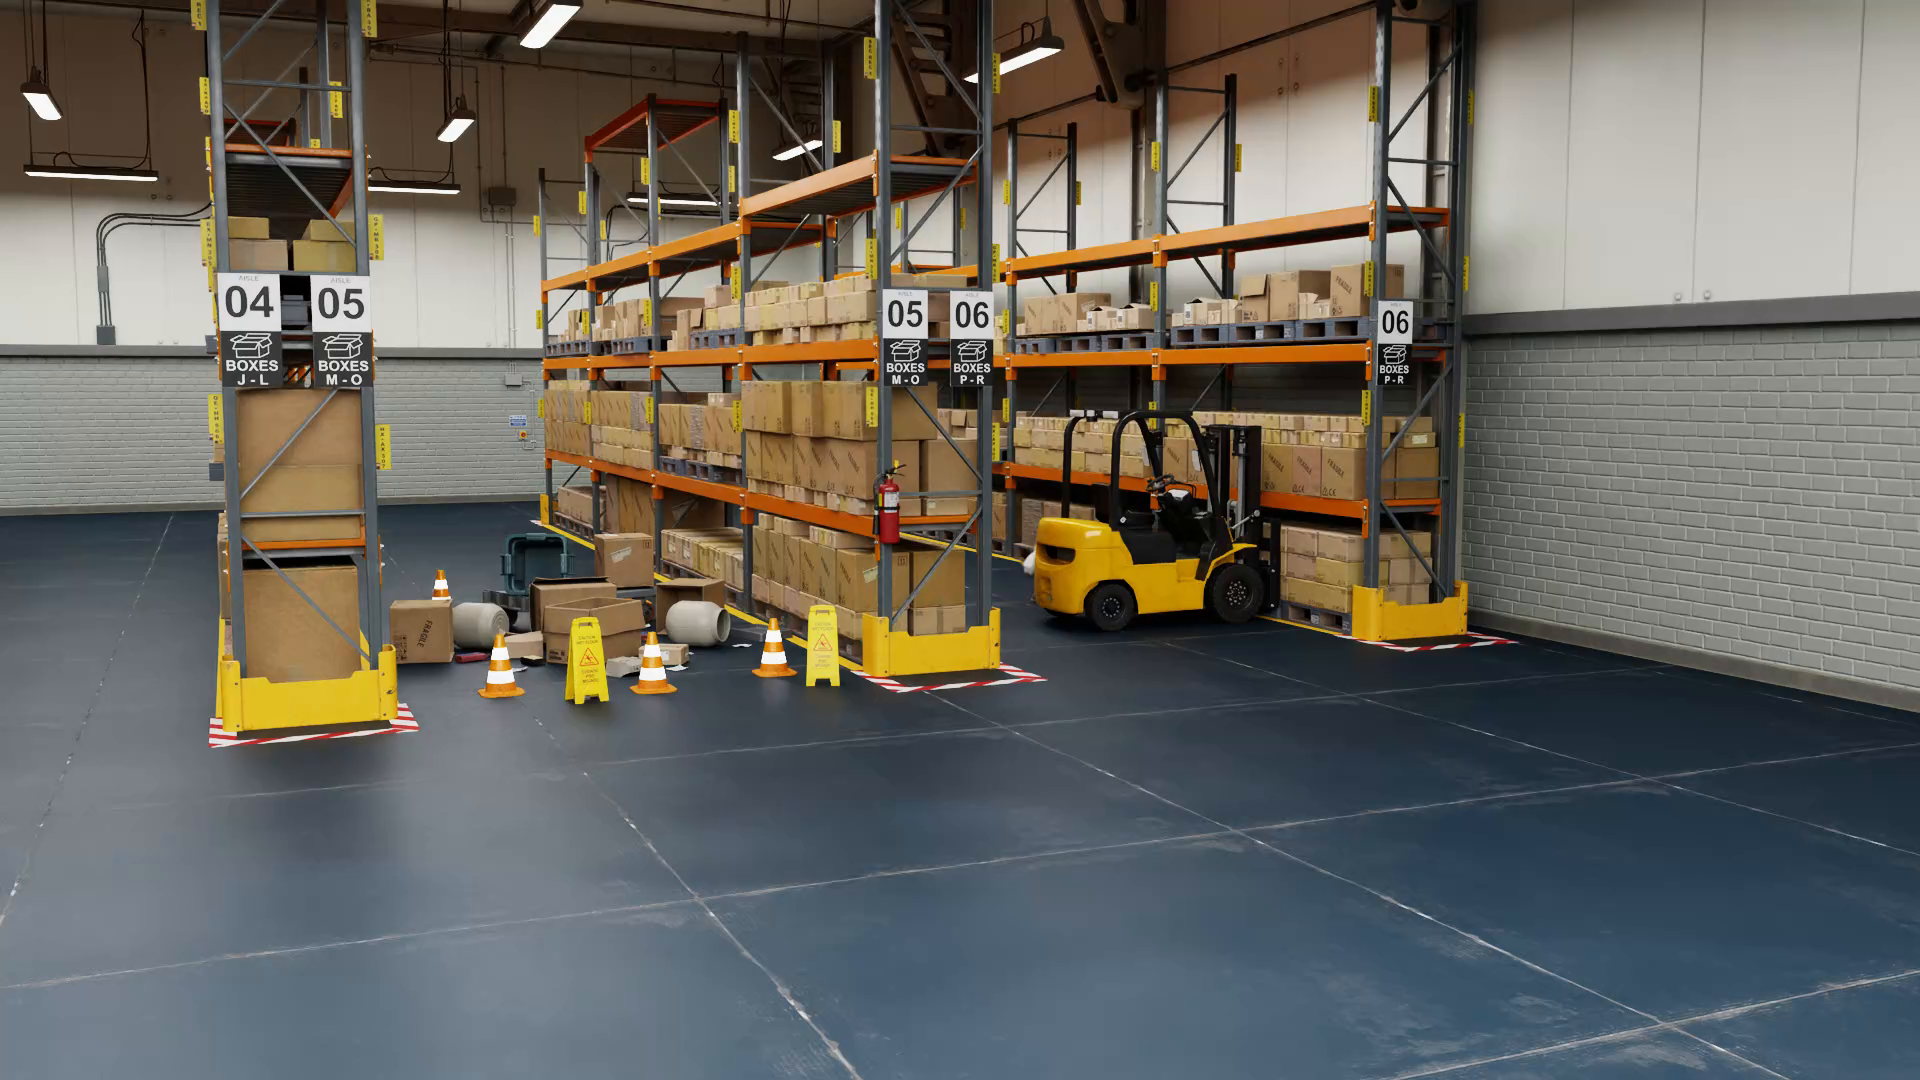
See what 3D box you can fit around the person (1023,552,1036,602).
[{"bbox_3d":[1.113,0.293,18.436,0.864,0.847,0.478,-2,6,-24],"label":"person"}]
